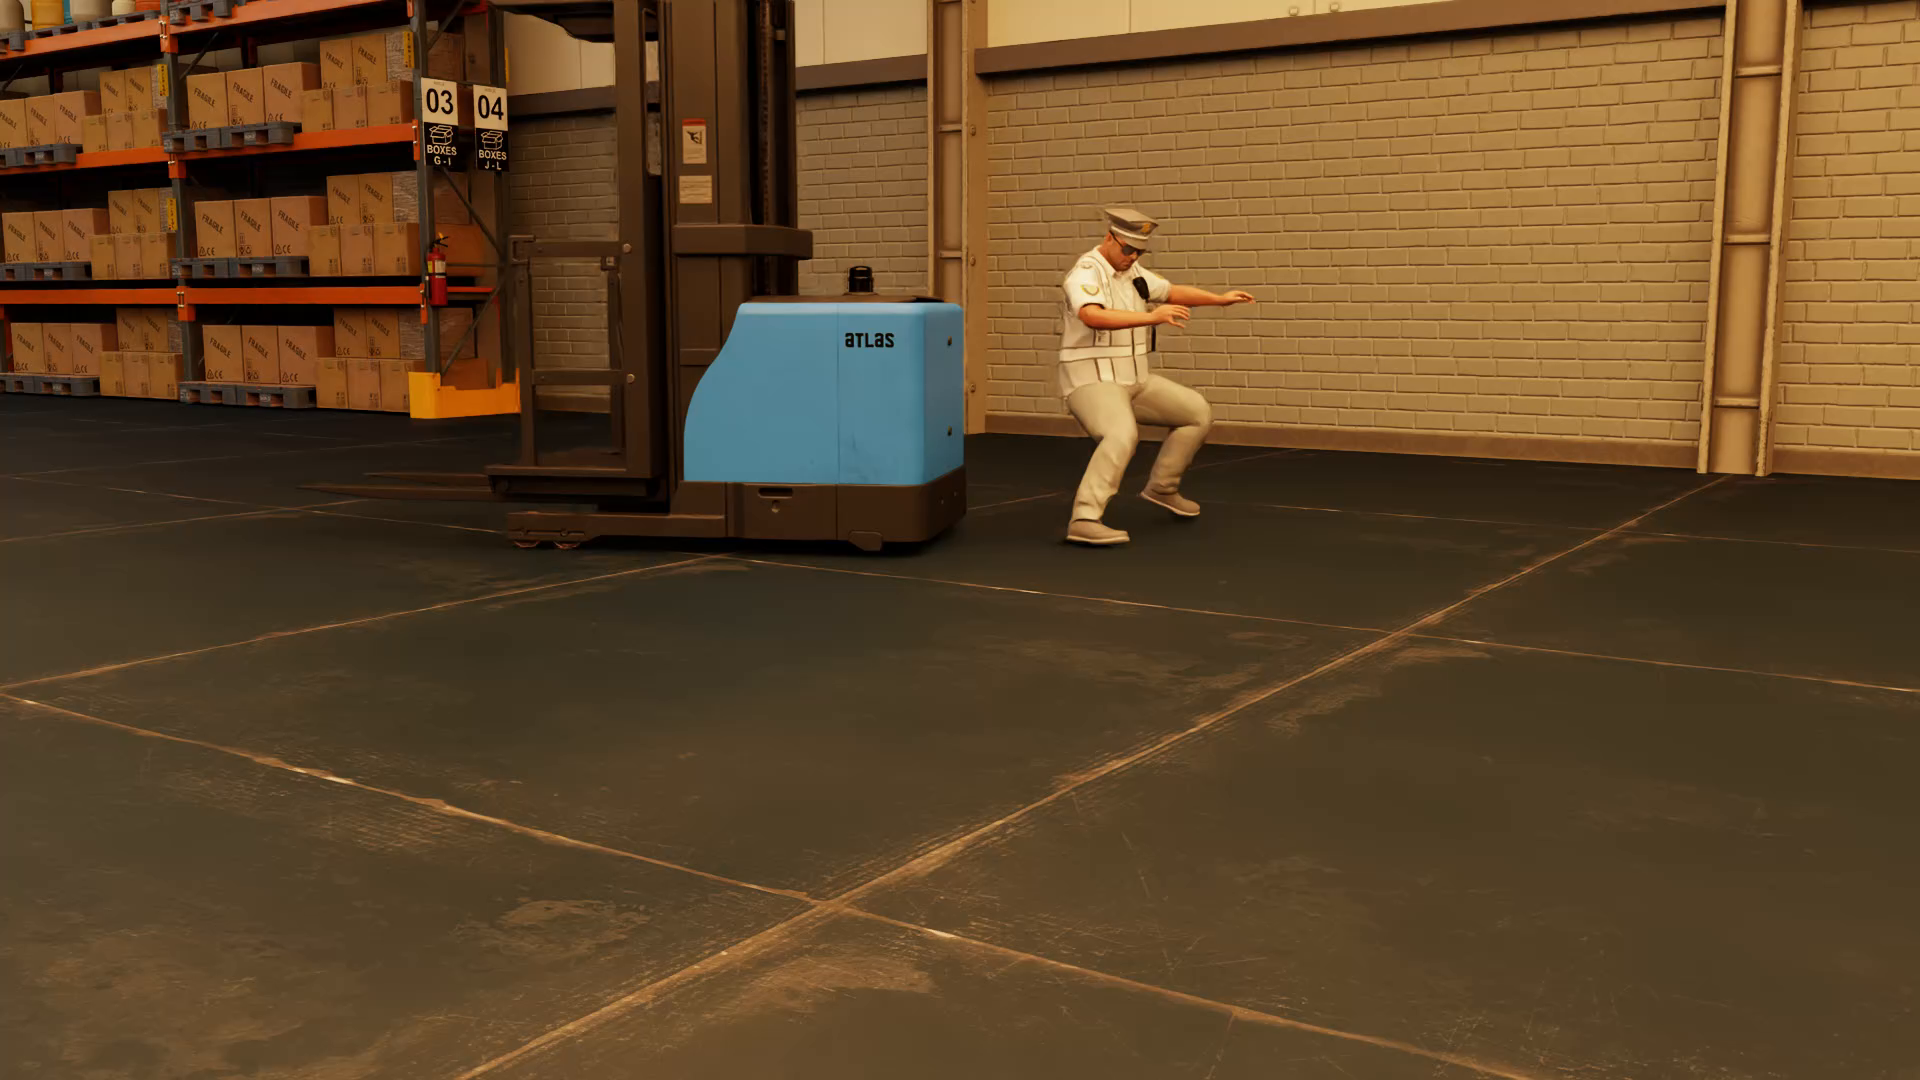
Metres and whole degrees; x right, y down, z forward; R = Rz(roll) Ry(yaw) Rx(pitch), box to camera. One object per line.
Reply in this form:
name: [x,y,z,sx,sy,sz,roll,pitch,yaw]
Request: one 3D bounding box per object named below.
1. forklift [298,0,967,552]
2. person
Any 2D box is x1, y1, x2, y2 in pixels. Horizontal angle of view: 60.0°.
forklift: [-1.538,-1.480,7.603,3.031,2.935,1.130,2,8,11]
person: [0.841,-0.792,7.800,0.746,1.497,1.151,8,11,43]
